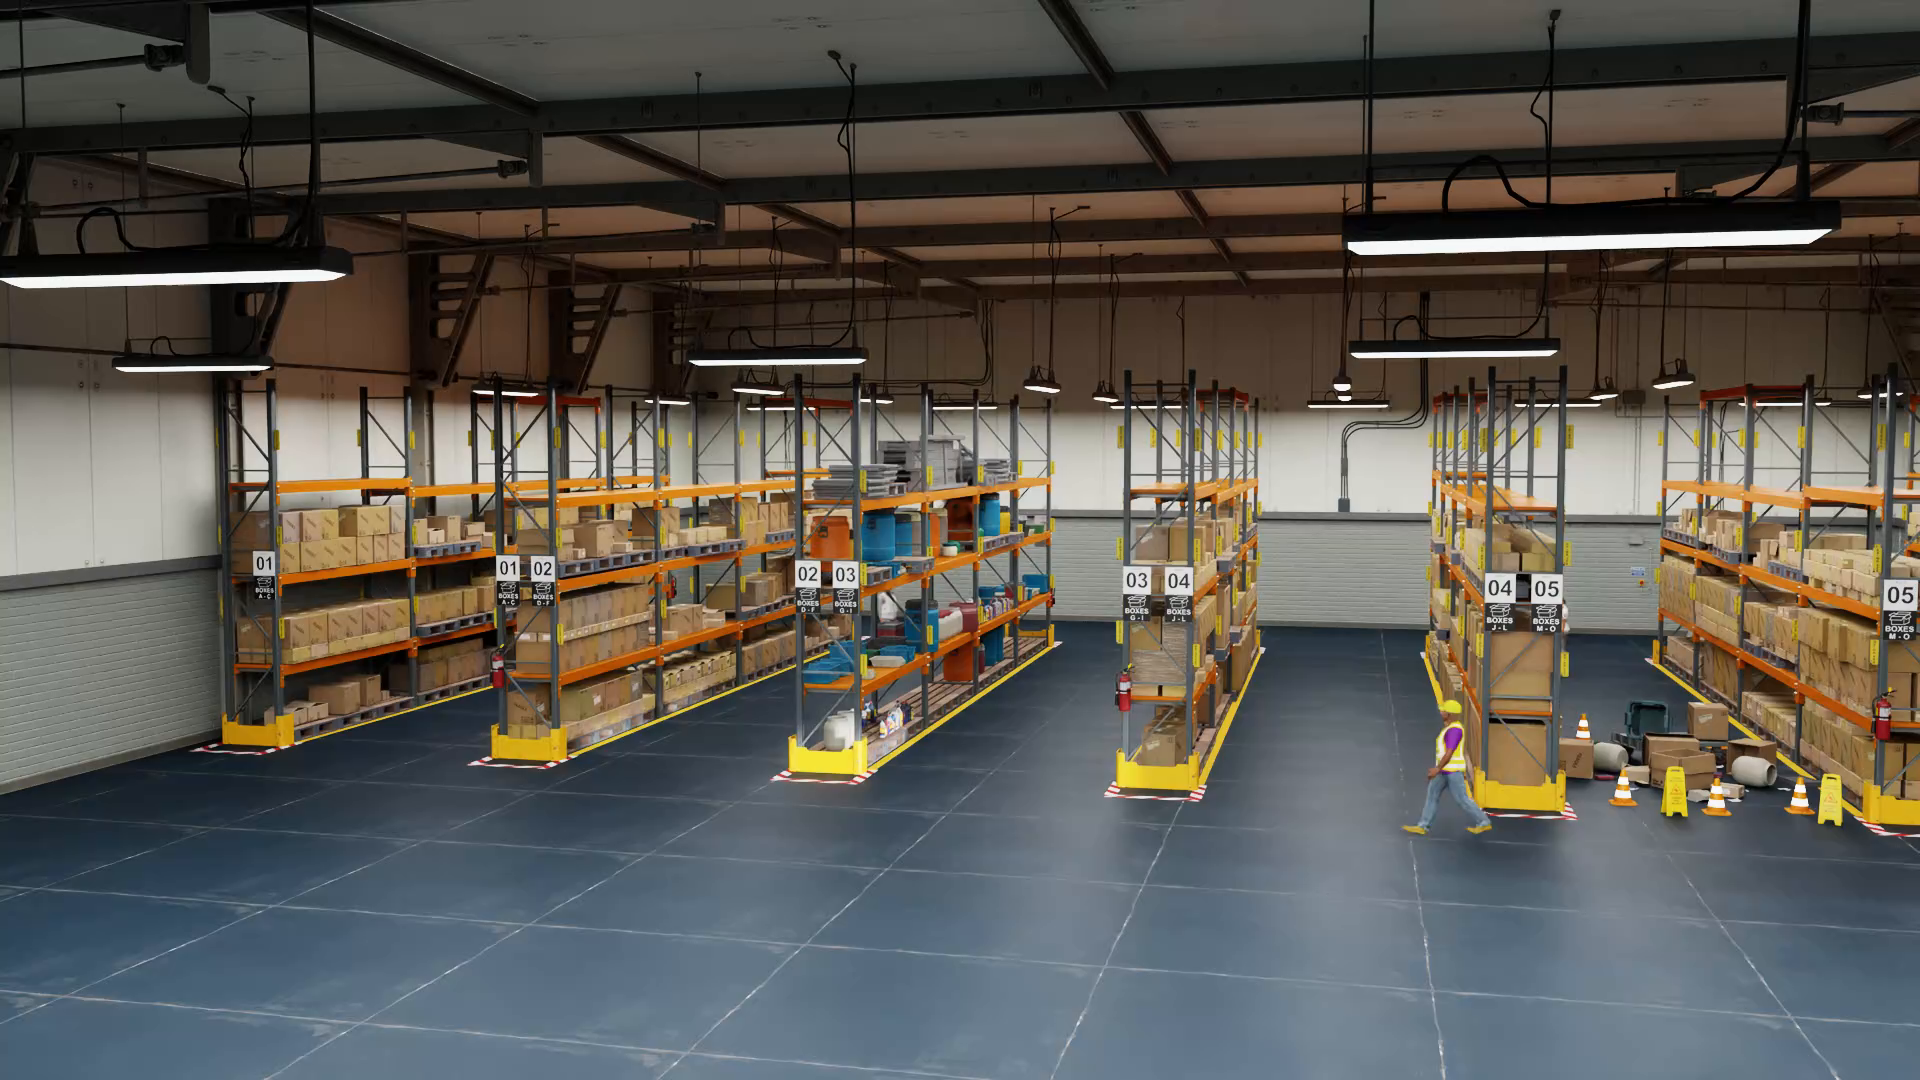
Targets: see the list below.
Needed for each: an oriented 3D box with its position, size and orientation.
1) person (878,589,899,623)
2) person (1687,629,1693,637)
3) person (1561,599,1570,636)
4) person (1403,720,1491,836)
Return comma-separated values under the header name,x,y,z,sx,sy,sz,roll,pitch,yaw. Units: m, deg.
name,x,y,z,sx,sy,sz,roll,pitch,yaw
person,-1.655,1.457,38.407,0.374,1.060,0.567,2,4,31
person,17.362,1.731,39.182,0.649,1.693,0.754,1,3,10
person,13.040,2.028,36.154,0.405,1.636,0.538,2,4,26
person,6.158,3.011,20.951,1.037,1.483,0.511,0,3,-7
